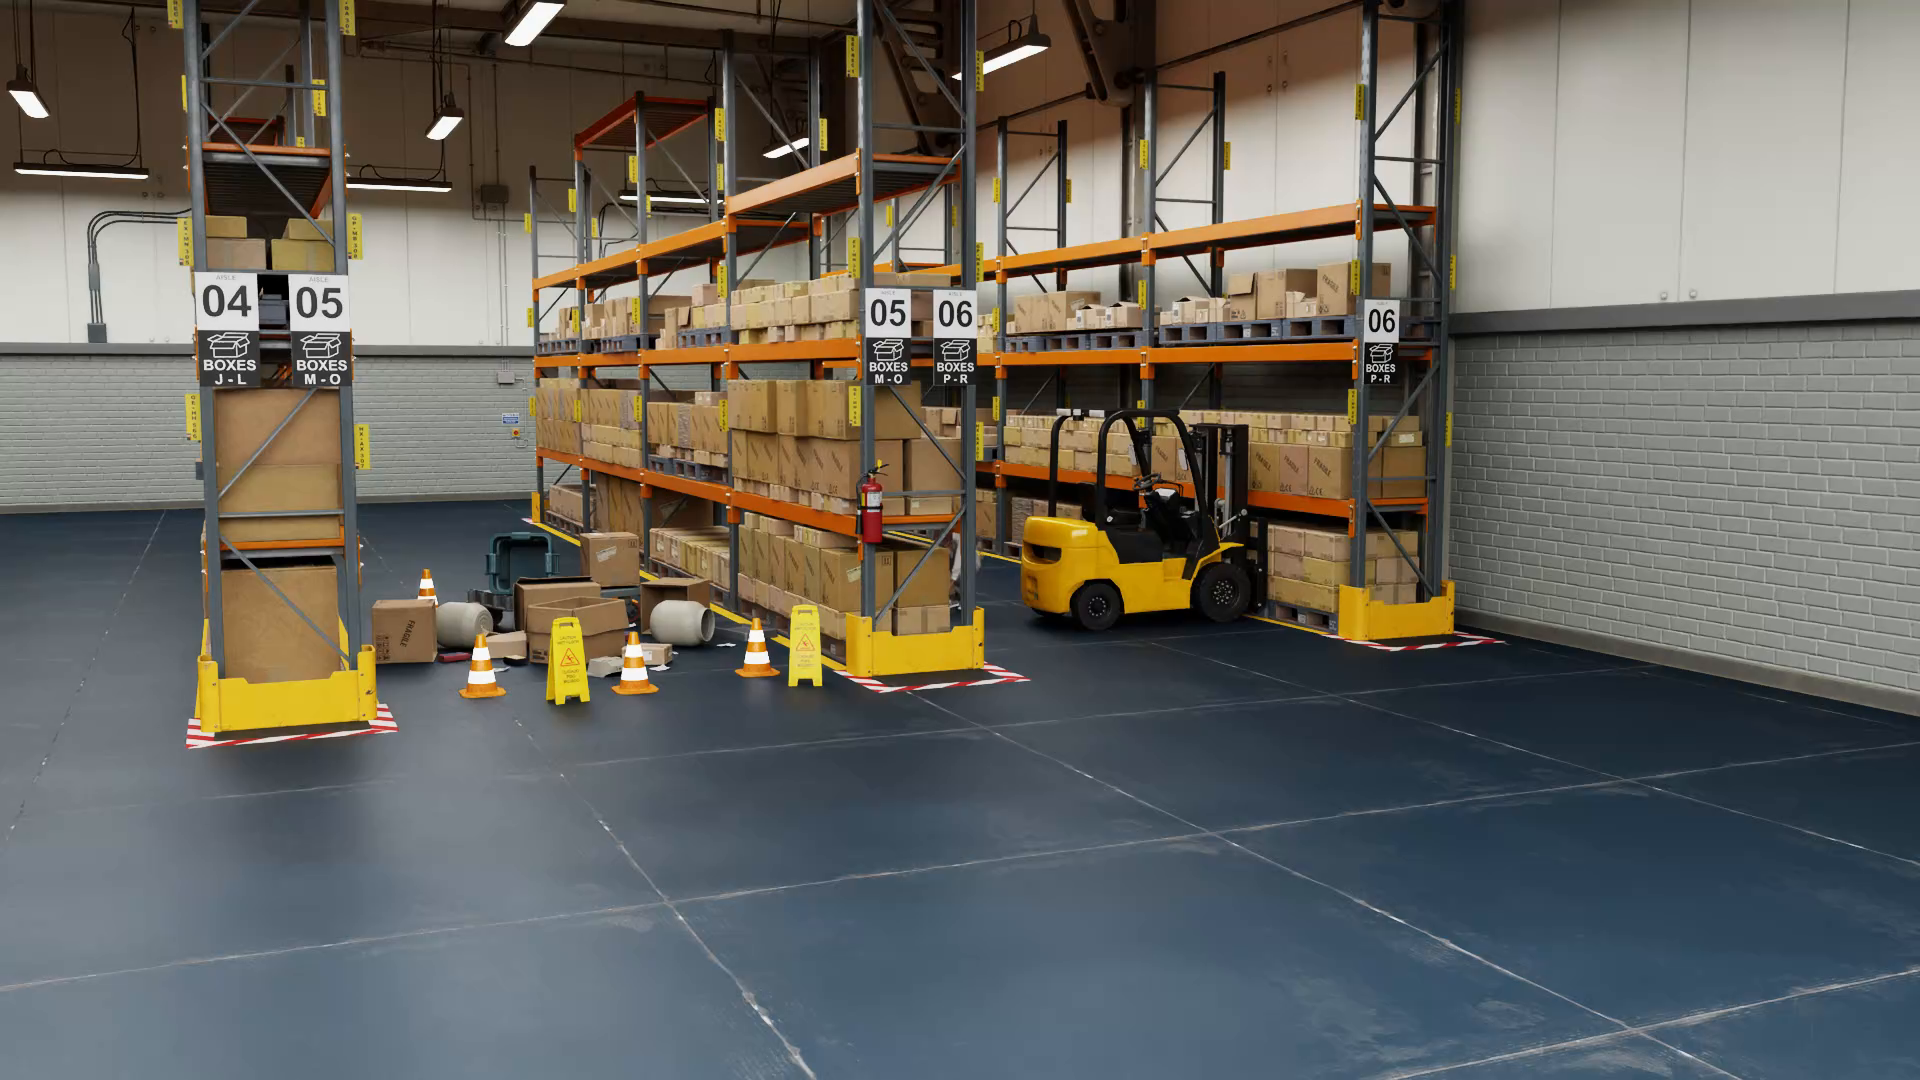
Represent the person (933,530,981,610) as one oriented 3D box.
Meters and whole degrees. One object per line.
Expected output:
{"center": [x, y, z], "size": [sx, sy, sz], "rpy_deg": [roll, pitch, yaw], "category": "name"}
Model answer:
{"center": [-0.059, 0.293, 17.751], "size": [0.451, 0.912, 0.771], "rpy_deg": [4, 7, 37], "category": "person"}
